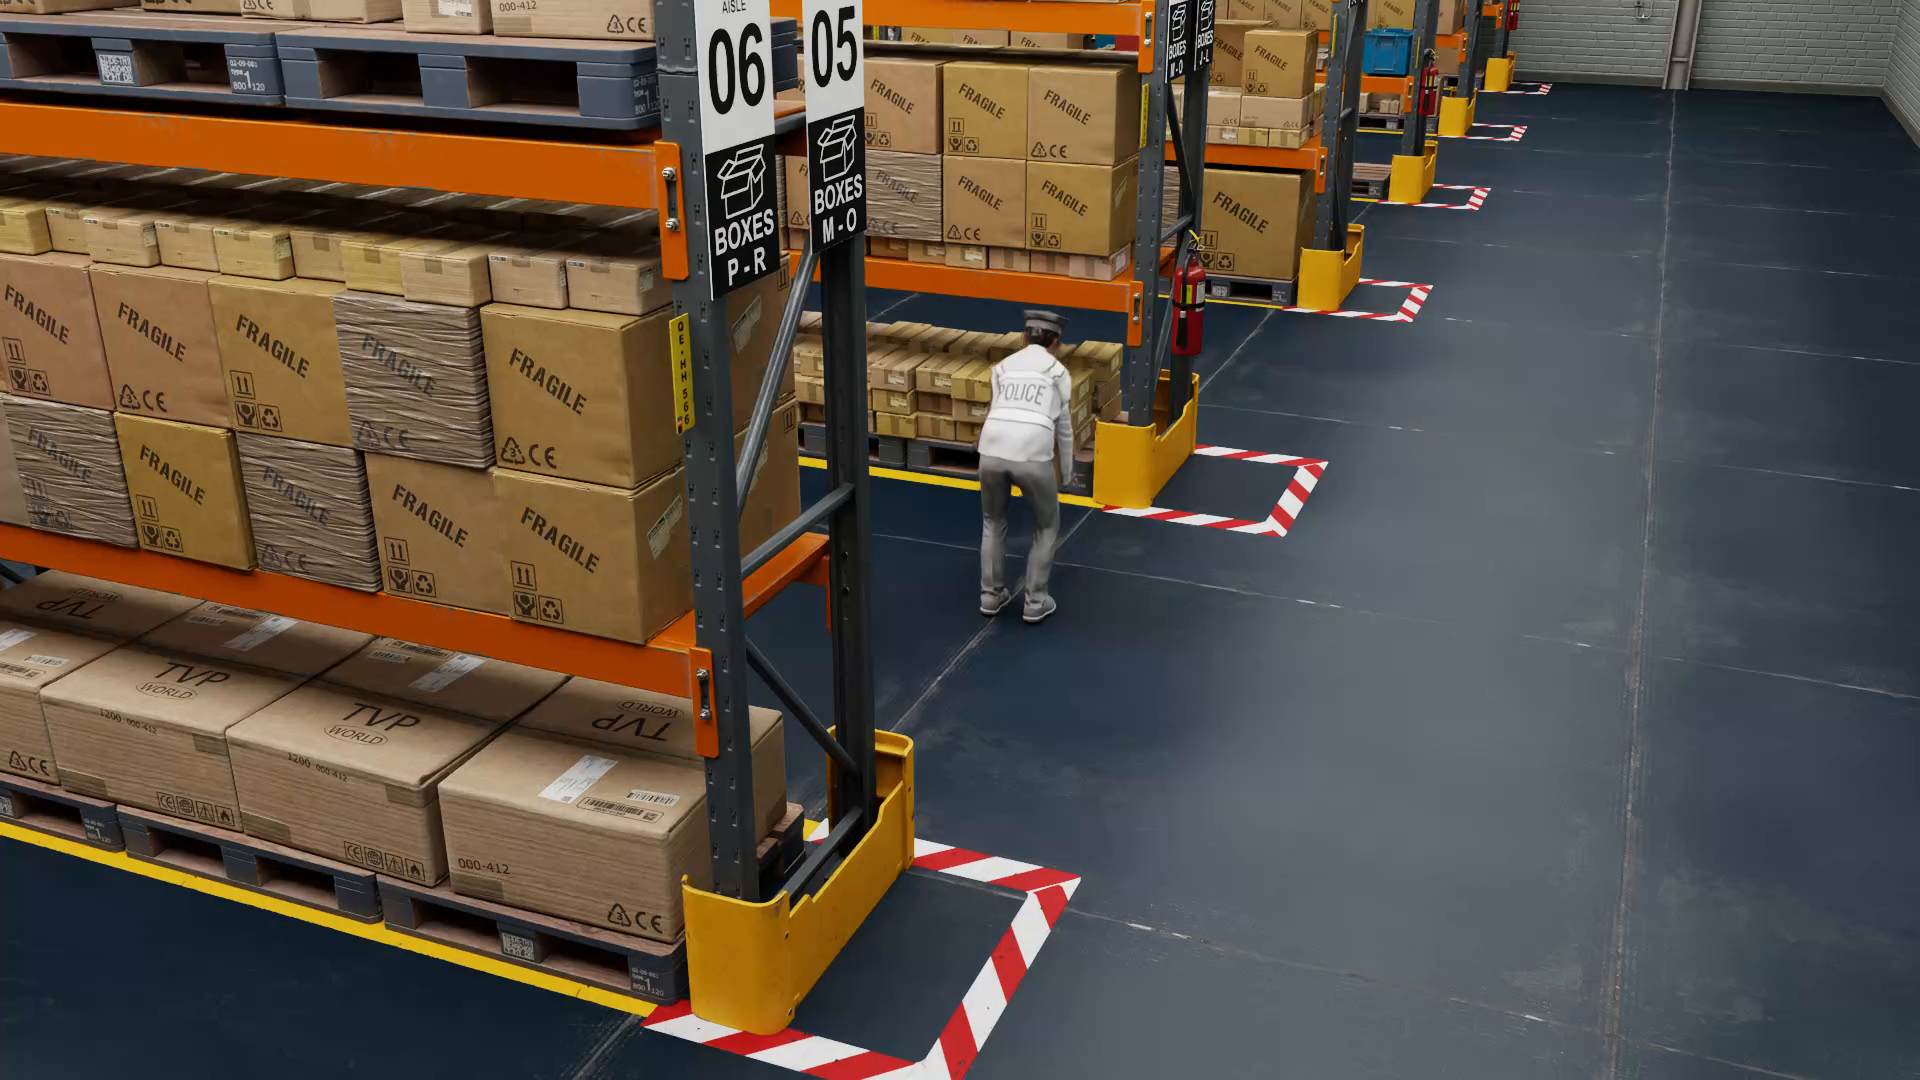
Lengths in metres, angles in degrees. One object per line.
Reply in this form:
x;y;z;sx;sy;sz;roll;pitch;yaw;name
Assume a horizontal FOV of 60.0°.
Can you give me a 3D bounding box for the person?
0.336;-0.379;8.266;0.416;1.473;0.757;8;24;19;person
